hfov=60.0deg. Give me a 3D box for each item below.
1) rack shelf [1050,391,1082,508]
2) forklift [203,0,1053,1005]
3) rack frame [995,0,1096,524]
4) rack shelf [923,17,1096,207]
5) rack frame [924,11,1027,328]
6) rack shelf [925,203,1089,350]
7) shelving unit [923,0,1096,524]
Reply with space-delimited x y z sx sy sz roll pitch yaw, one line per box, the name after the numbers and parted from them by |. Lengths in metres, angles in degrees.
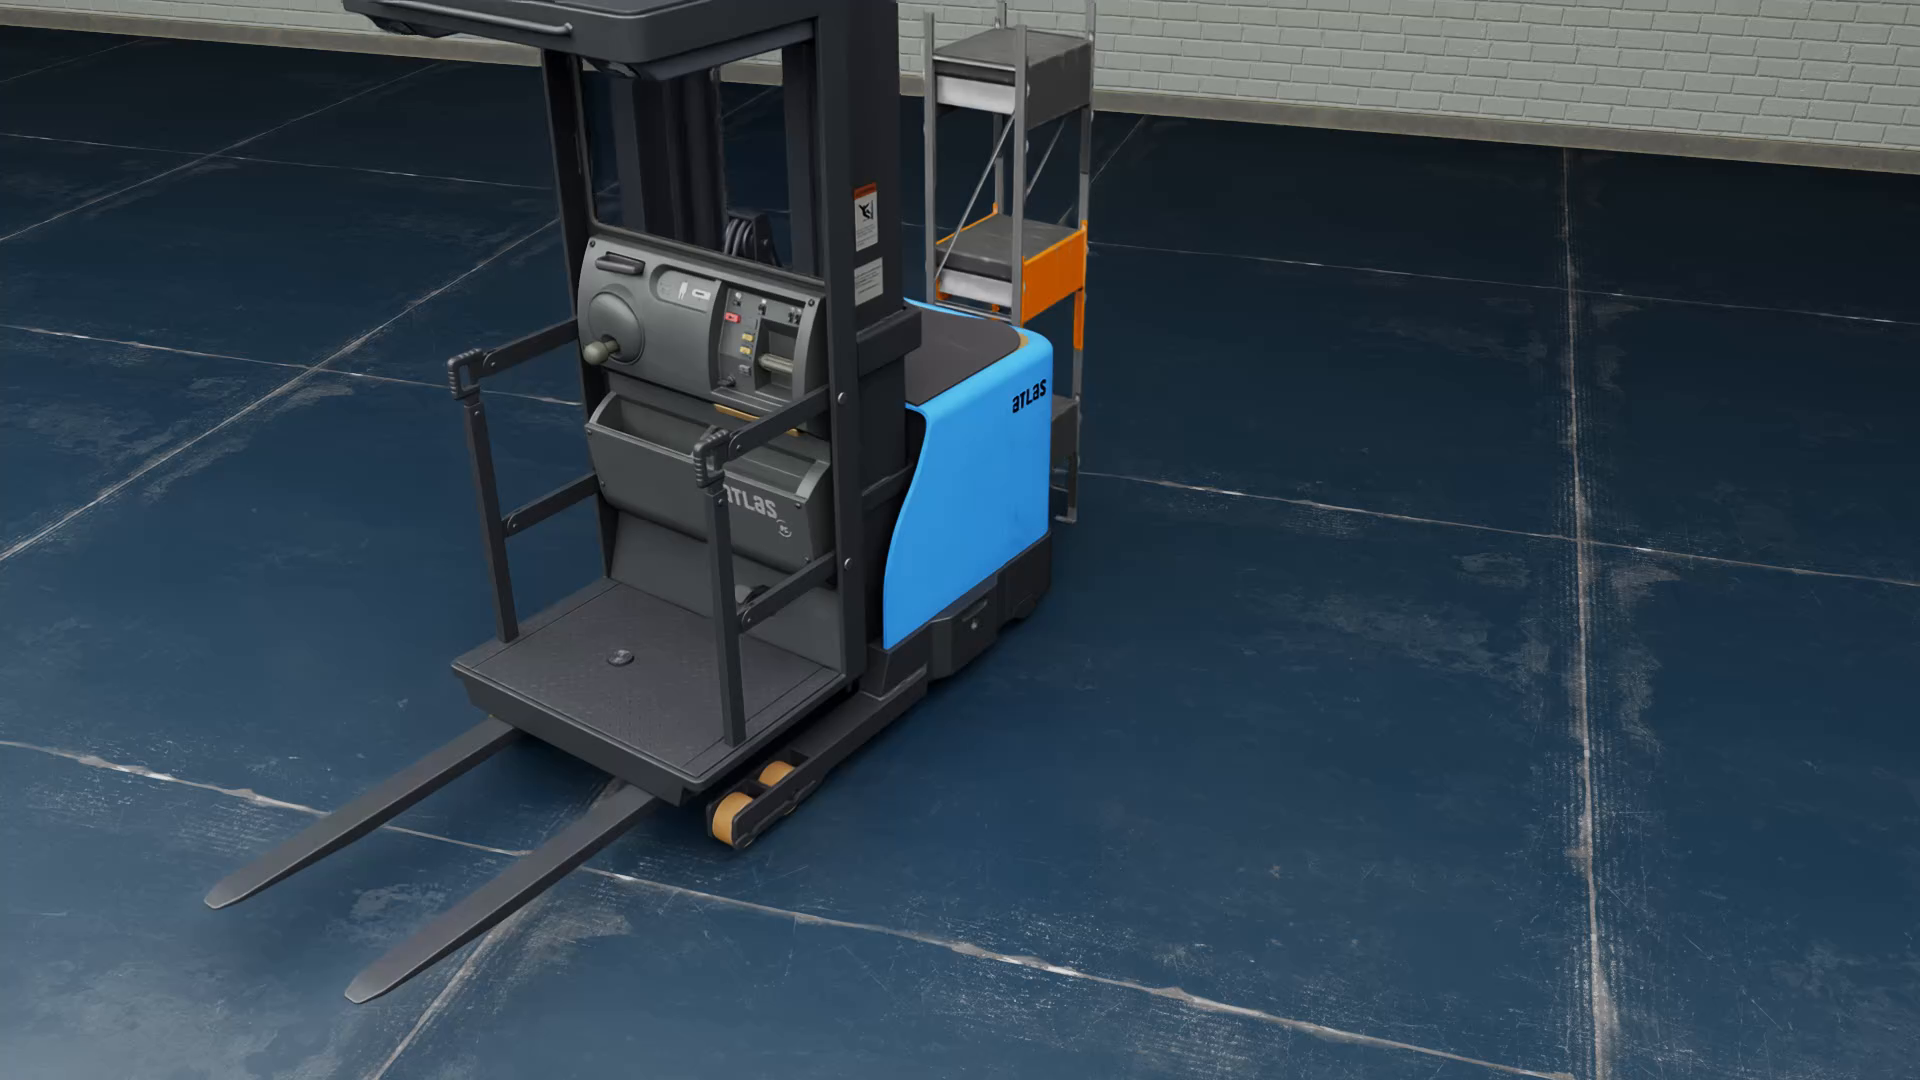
0.178 -0.314 6.623 0.431 0.518 0.480 17 33 28 | rack shelf
-0.917 -0.611 4.833 1.130 2.935 3.031 19 34 30 | forklift
0.308 -1.038 6.457 0.400 2.100 0.015 17 33 28 | rack frame
0.178 -1.538 5.942 0.431 0.518 0.480 17 33 28 | rack shelf
0.049 -0.837 6.095 0.400 2.100 0.015 17 33 28 | rack frame
0.178 -0.926 6.283 0.431 0.518 0.480 17 33 28 | rack shelf
0.178 -0.938 6.276 0.431 2.100 0.503 17 33 28 | shelving unit
